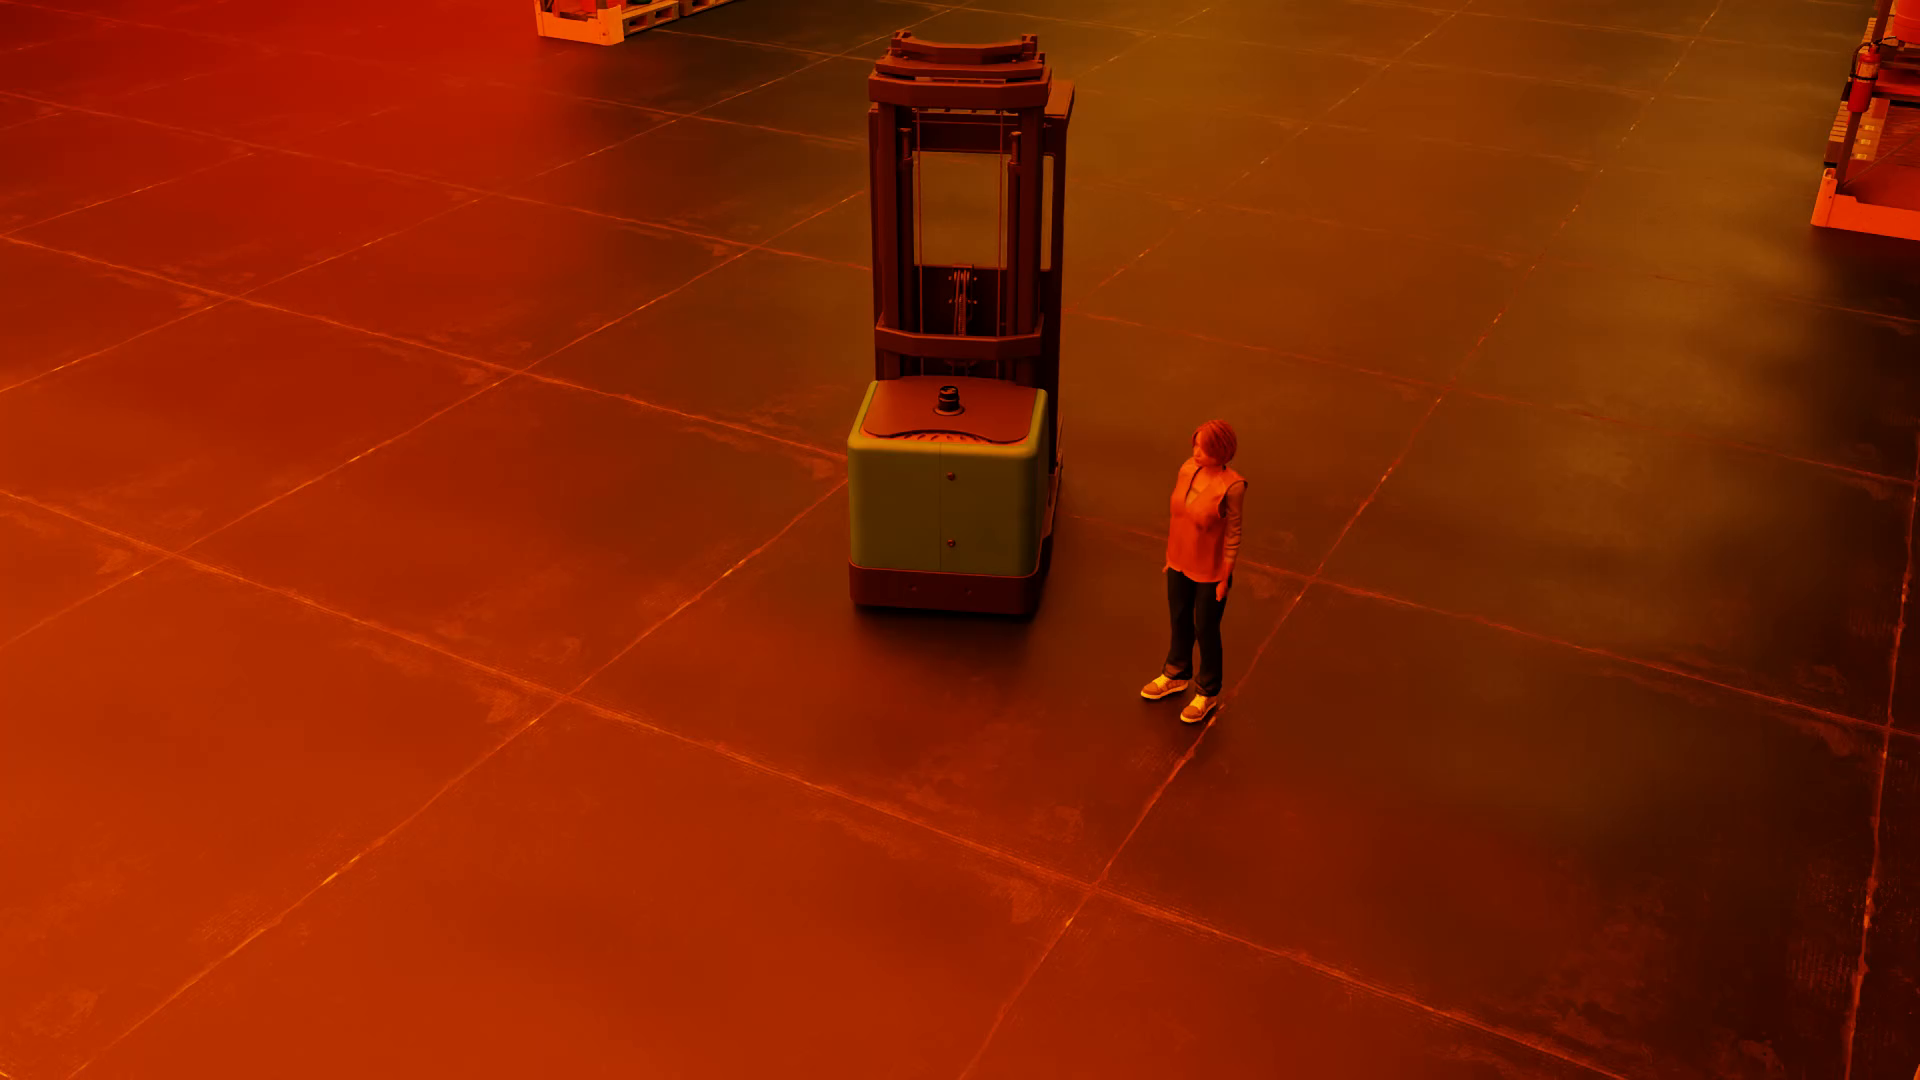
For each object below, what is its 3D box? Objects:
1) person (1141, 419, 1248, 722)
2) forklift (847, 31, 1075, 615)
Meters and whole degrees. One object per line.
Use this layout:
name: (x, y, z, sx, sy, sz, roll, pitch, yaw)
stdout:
person: (1.168, 0.142, 8.160, 0.322, 1.601, 0.400, -23, 37, -34)
forklift: (0.072, -1.572, 9.794, 1.130, 2.935, 3.031, 3, 30, 6)
